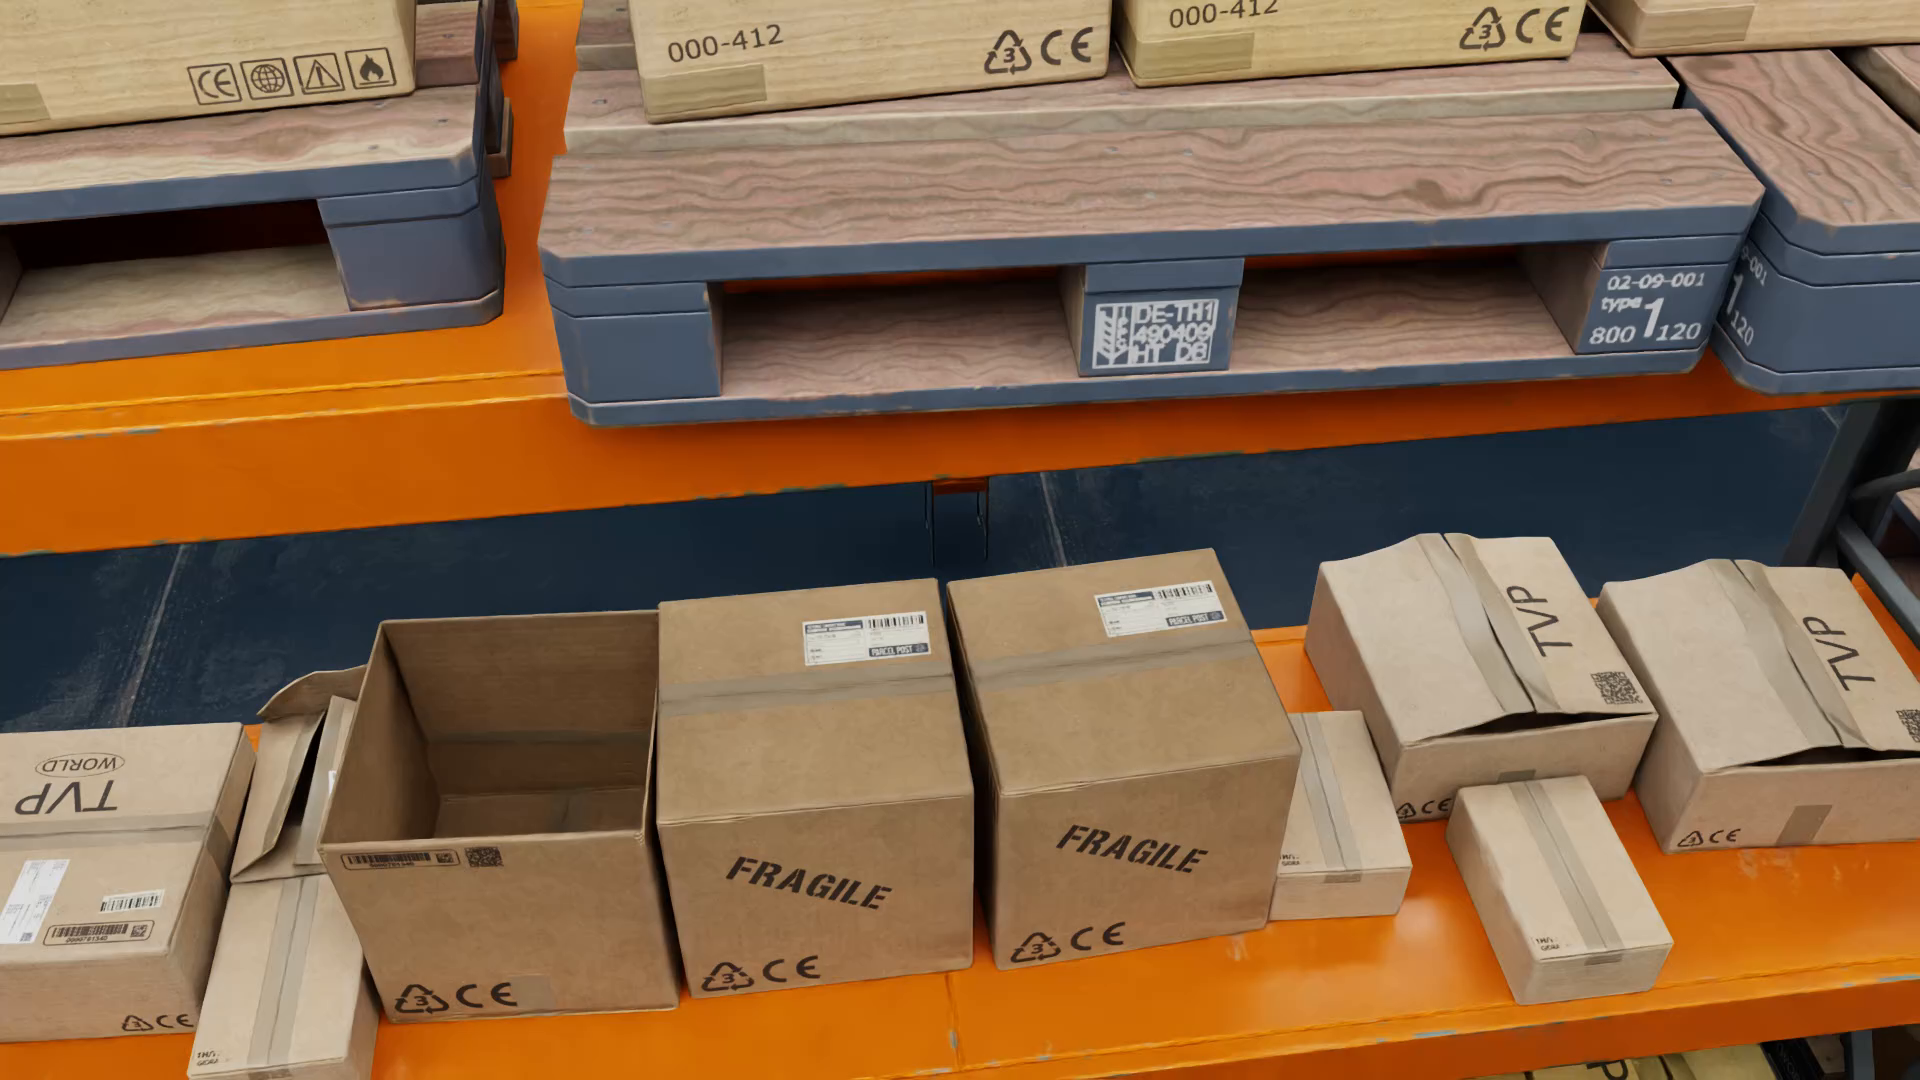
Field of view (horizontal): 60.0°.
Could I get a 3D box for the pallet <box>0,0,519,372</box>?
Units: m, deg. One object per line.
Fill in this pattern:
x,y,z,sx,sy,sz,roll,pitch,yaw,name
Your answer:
-1.166,-0.510,1.979,1.217,0.209,0.805,-7,42,-7,pallet

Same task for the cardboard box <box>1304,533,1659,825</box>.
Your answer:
1.015,0.253,3.297,0.500,0.311,0.500,-5,42,-6,cardboard box

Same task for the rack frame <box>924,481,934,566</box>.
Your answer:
-0.105,-0.436,5.338,0.006,1.200,0.240,-5,42,-6,rack frame

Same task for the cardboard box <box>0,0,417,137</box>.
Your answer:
-0.883,-0.693,1.838,0.500,0.250,0.500,-9,43,-10,cardboard box

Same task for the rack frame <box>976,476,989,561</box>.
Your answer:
0.076,-0.452,5.356,0.006,1.200,0.240,-5,42,-6,rack frame

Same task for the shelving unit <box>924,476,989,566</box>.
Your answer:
-0.014,-0.444,5.347,0.189,1.200,0.258,-5,42,-6,shelving unit

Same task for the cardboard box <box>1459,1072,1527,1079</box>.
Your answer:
0.925,1.186,3.516,0.500,0.311,0.500,-6,42,-6,cardboard box

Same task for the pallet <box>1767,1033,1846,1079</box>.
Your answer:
2.672,1.266,4.189,1.213,0.211,1.003,-5,42,-6,pallet

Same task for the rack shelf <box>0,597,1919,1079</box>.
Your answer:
-0.056,0.711,3.259,4.000,0.370,1.077,-5,42,-6,rack shelf

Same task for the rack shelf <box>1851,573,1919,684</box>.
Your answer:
3.910,0.364,3.644,4.000,0.370,1.077,-5,42,-6,rack shelf

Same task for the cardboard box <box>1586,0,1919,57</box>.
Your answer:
0.967,-0.809,1.967,0.500,0.250,0.500,-4,42,-4,cardboard box

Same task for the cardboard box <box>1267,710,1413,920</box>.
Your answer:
0.670,0.512,3.130,0.250,0.149,0.380,-2,42,-2,cardboard box

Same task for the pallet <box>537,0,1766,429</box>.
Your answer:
0.157,-0.556,2.028,1.213,0.211,1.003,-3,42,-4,pallet

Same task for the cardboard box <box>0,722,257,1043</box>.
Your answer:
-1.556,0.602,2.955,0.500,0.250,0.500,-3,42,-3,cardboard box

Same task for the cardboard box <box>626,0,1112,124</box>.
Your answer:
-0.135,-0.722,1.869,0.500,0.250,0.500,-8,43,-9,cardboard box

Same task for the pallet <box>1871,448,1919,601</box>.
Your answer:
2.590,0.236,3.392,1.003,0.211,1.213,-5,42,-6,pallet

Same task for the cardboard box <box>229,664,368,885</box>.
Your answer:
-1.191,0.469,3.090,0.258,0.266,0.396,-6,42,-7,cardboard box

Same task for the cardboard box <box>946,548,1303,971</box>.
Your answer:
0.266,0.390,3.004,0.500,0.500,0.500,-7,43,-8,cardboard box

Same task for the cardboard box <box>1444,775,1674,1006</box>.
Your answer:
1.071,0.625,3.005,0.250,0.149,0.380,-5,42,-6,cardboard box

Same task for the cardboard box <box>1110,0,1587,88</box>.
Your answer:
0.399,-0.767,1.920,0.500,0.250,0.500,-6,42,-6,cardboard box

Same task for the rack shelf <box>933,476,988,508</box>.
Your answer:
-0.014,-0.233,5.537,0.180,0.103,0.258,-5,42,-6,rack shelf

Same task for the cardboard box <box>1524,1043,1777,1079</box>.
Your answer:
1.440,1.136,3.571,0.500,0.311,0.500,-4,42,-4,cardboard box

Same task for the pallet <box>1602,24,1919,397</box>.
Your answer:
1.266,-0.655,2.138,1.003,0.211,1.213,-3,42,-4,pallet

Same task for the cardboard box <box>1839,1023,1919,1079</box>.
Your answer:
2.416,1.186,3.734,0.500,0.500,0.500,-3,42,-4,cardboard box

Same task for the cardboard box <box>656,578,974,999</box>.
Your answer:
-0.256,0.436,2.953,0.500,0.500,0.500,-5,42,-5,cardboard box

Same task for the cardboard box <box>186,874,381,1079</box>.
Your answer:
-1.134,0.770,2.844,0.250,0.149,0.380,-5,42,-6,cardboard box

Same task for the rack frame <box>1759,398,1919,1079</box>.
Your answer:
1.927,0.271,3.211,0.127,3.000,1.000,-5,42,-6,rack frame

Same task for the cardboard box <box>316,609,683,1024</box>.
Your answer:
-0.753,0.479,2.905,0.500,0.500,0.500,-2,42,-2,cardboard box

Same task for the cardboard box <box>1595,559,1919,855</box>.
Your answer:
1.561,0.306,3.238,0.500,0.311,0.500,-3,42,-3,cardboard box
